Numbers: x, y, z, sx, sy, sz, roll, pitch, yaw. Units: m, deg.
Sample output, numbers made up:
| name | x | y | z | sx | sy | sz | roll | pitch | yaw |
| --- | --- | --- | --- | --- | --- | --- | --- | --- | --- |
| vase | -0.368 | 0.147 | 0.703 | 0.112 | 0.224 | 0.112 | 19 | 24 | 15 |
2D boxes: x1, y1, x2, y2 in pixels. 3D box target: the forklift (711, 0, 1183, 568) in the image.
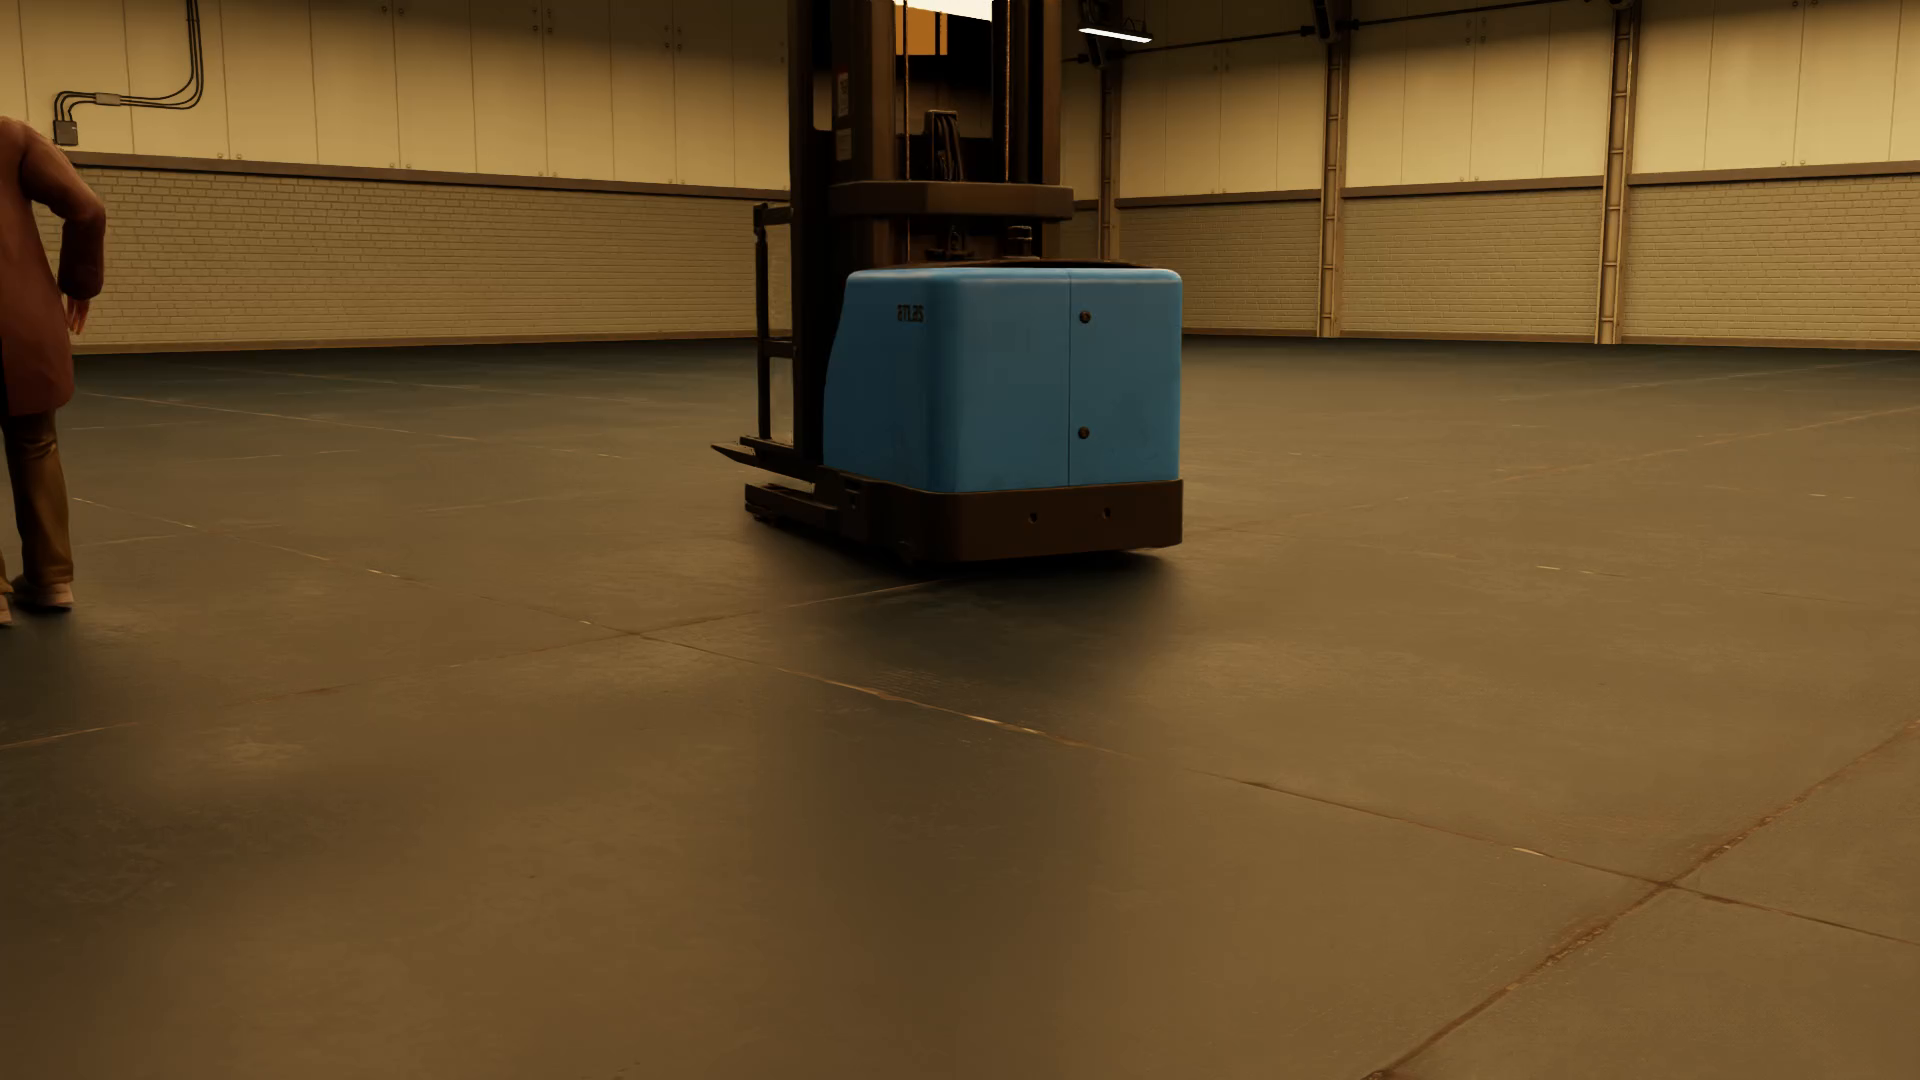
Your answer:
| name | x | y | z | sx | sy | sz | roll | pitch | yaw |
| --- | --- | --- | --- | --- | --- | --- | --- | --- | --- |
| forklift | -0.286 | -1.531 | 7.038 | 1.130 | 2.935 | 3.031 | -4 | 10 | -26 |

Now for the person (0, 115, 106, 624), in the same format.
| name | x | y | z | sx | sy | sz | roll | pitch | yaw |
| --- | --- | --- | --- | --- | --- | --- | --- | --- | --- |
| person | -3.027 | -0.625 | 5.037 | 0.790 | 1.749 | 0.552 | -7 | 11 | -39 |
